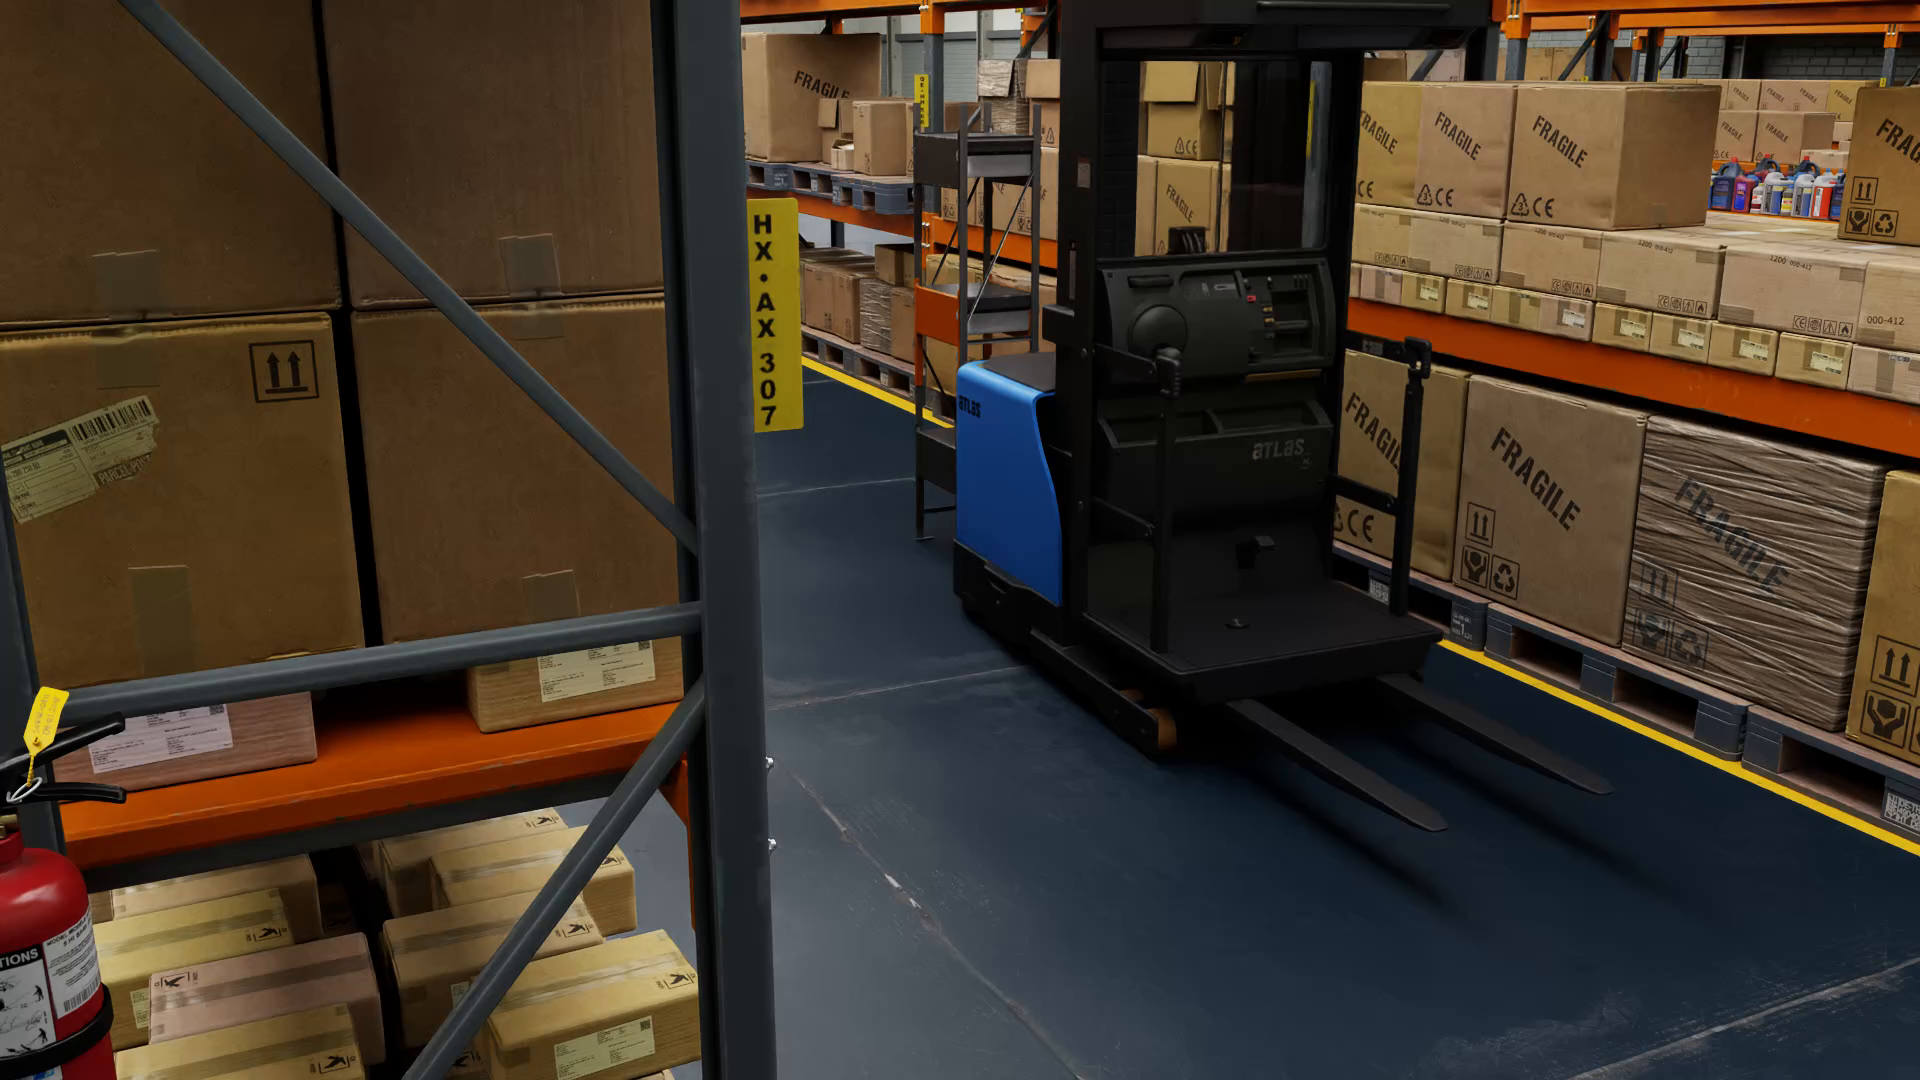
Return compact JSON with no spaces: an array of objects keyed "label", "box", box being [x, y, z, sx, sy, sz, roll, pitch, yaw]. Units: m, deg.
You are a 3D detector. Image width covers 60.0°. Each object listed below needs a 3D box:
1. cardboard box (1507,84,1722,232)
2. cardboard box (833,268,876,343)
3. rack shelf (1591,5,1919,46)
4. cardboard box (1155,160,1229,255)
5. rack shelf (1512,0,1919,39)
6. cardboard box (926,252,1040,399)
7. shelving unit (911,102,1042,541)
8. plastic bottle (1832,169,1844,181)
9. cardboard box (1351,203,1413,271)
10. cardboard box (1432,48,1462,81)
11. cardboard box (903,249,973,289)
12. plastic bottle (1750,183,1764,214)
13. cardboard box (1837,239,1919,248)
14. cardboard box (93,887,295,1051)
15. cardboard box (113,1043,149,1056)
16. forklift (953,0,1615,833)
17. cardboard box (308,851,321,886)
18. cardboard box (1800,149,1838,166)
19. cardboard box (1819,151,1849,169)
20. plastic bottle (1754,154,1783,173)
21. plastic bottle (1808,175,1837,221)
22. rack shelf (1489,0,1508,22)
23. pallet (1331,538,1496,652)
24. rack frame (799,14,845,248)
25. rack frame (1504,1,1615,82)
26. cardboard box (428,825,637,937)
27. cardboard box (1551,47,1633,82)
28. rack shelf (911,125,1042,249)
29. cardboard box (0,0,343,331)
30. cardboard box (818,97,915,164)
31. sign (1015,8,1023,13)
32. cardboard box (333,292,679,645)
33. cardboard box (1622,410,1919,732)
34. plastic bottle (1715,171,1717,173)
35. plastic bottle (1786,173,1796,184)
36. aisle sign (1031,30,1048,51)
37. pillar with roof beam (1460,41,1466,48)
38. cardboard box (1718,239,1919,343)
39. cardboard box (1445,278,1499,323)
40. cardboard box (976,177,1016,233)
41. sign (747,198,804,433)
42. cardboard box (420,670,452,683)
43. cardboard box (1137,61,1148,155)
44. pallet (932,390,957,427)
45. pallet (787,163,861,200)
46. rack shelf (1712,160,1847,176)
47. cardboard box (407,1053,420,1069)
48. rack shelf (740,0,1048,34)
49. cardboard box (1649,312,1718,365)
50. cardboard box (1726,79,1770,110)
[{"label":"cardboard box","box":[2.413,-1.427,6.158,0.500,0.500,0.500,-8,18,-27]},{"label":"cardboard box","box":[-0.581,-1.838,12.951,0.700,0.500,0.500,-6,17,-20]},{"label":"rack shelf","box":[8.270,-5.177,16.718,1.077,0.370,4.000,-8,18,-25]},{"label":"cardboard box","box":[1.331,-1.651,8.385,0.500,0.500,0.500,-7,17,-23]},{"label":"rack shelf","box":[5.568,-3.587,11.179,1.077,0.370,4.000,-8,18,-25]},{"label":"cardboard box","box":[0.523,-1.395,10.766,1.225,0.875,0.875,-9,18,-27]},{"label":"shelving unit","box":[0.073,-0.968,7.818,0.431,2.100,0.503,-8,18,-25]},{"label":"plastic bottle","box":[6.050,-2.413,11.455,0.097,0.271,0.097,0,16,0]},{"label":"cardboard box","box":[1.962,-1.319,7.143,0.500,0.250,0.500,-8,18,-26]},{"label":"cardboard box","box":[6.314,-5.855,20.682,0.700,0.500,0.500,-8,18,-25]},{"label":"cardboard box","box":[-0.081,-1.921,11.883,0.500,0.250,0.500,-7,17,-23]},{"label":"plastic bottle","box":[5.364,-2.290,11.154,0.097,0.201,0.097,0,16,0]},{"label":"cardboard box","box":[3.326,-0.880,5.613,0.500,0.250,0.500,-8,18,-27]},{"label":"cardboard box","box":[-1.505,0.833,3.237,0.380,0.149,0.250,-8,18,-26]},{"label":"cardboard box","box":[-1.476,0.970,3.300,0.380,0.149,0.250,-8,18,-27]},{"label":"forklift","box":[1.019,-0.805,5.743,1.130,2.935,3.031,-7,17,-22]},{"label":"cardboard box","box":[-1.852,0.848,4.265,0.380,0.149,0.250,-7,17,-23]},{"label":"cardboard box","box":[8.537,-3.773,16.417,0.380,0.149,0.250,-6,17,-21]},{"label":"cardboard box","box":[8.504,-3.653,15.999,0.380,0.149,0.250,-8,18,-25]},{"label":"plastic bottle","box":[5.785,-2.587,11.916,0.144,0.351,0.185,-8,18,-25]},{"label":"plastic bottle","box":[5.600,-2.210,10.738,0.152,0.276,0.135,-8,18,-25]},{"label":"rack shelf","box":[2.868,-1.997,5.637,1.077,0.370,4.000,-8,18,-25]},{"label":"pallet","box":[2.255,0.142,7.374,1.003,0.211,1.213,-8,18,-25]},{"label":"rack frame","box":[-1.513,-3.380,14.592,1.000,3.000,0.127,-8,18,-25]},{"label":"rack frame","box":[4.692,-2.987,13.221,1.000,3.000,0.127,-8,18,-25]},{"label":"cardboard box","box":[-0.907,0.749,3.530,0.380,0.149,0.250,-8,18,-25]},{"label":"cardboard box","box":[7.194,-5.357,18.948,0.700,0.500,0.500,-8,18,-25]},{"label":"rack shelf","box":[0.072,-1.628,7.629,0.431,0.518,0.480,-8,18,-25]},{"label":"cardboard box","box":[-1.183,-0.586,2.320,0.500,0.500,0.500,-8,18,-26]},{"label":"cardboard box","box":[-0.670,-3.213,13.061,0.797,0.503,0.637,-6,17,-19]},{"label":"sign","box":[0.691,-6.351,19.491,0.100,0.325,0.005,-8,18,-25]},{"label":"cardboard box","box":[-0.707,-0.166,2.671,0.500,0.500,0.500,-7,17,-22]},{"label":"cardboard box","box":[2.993,0.040,5.764,0.875,0.875,0.875,-8,18,-25]},{"label":"plastic bottle","box":[5.601,-2.634,12.352,0.097,0.201,0.097,0,16,0]},{"label":"plastic bottle","box":[5.543,-2.318,11.124,0.097,0.271,0.097,0,16,0]},{"label":"aisle sign","box":[0.892,-6.203,19.714,0.394,0.787,0.004,-8,18,-25]},{"label":"pillar with roof beam","box":[4.679,-9.950,26.609,9.100,9.000,0.400,-8,18,-25]},{"label":"cardboard box","box":[2.848,-0.816,5.388,0.500,0.250,0.500,-8,18,-27]},{"label":"cardboard box","box":[2.170,-0.967,6.638,0.380,0.149,0.250,-8,18,-26]},{"label":"cardboard box","box":[0.436,-2.156,10.143,0.500,0.500,0.500,-8,18,-26]},{"label":"sign","box":[-0.271,-0.312,2.331,0.100,0.325,0.005,-8,18,-25]},{"label":"cardboard box","box":[-0.755,0.112,2.877,0.380,0.149,0.250,-7,17,-23]},{"label":"cardboard box","box":[1.128,-2.408,9.204,0.797,0.503,0.637,-7,17,-23]},{"label":"pallet","box":[0.517,-0.844,10.807,1.003,0.211,1.213,-8,18,-25]},{"label":"pallet","box":[-0.665,-2.782,12.855,1.003,0.211,1.213,-8,18,-25]},{"label":"rack shelf","box":[8.270,-3.735,17.131,1.077,0.370,4.000,-8,18,-25]},{"label":"cardboard box","box":[-0.889,1.114,3.336,0.380,0.149,0.250,-8,18,-25]},{"label":"rack shelf","box":[-0.637,-3.980,12.549,1.077,0.370,4.000,-8,18,-25]},{"label":"cardboard box","box":[2.623,-0.712,5.748,0.380,0.149,0.250,-7,18,-24]},{"label":"cardboard box","box":[10.697,-5.932,22.360,0.500,0.500,0.500,-7,17,-23]}]
